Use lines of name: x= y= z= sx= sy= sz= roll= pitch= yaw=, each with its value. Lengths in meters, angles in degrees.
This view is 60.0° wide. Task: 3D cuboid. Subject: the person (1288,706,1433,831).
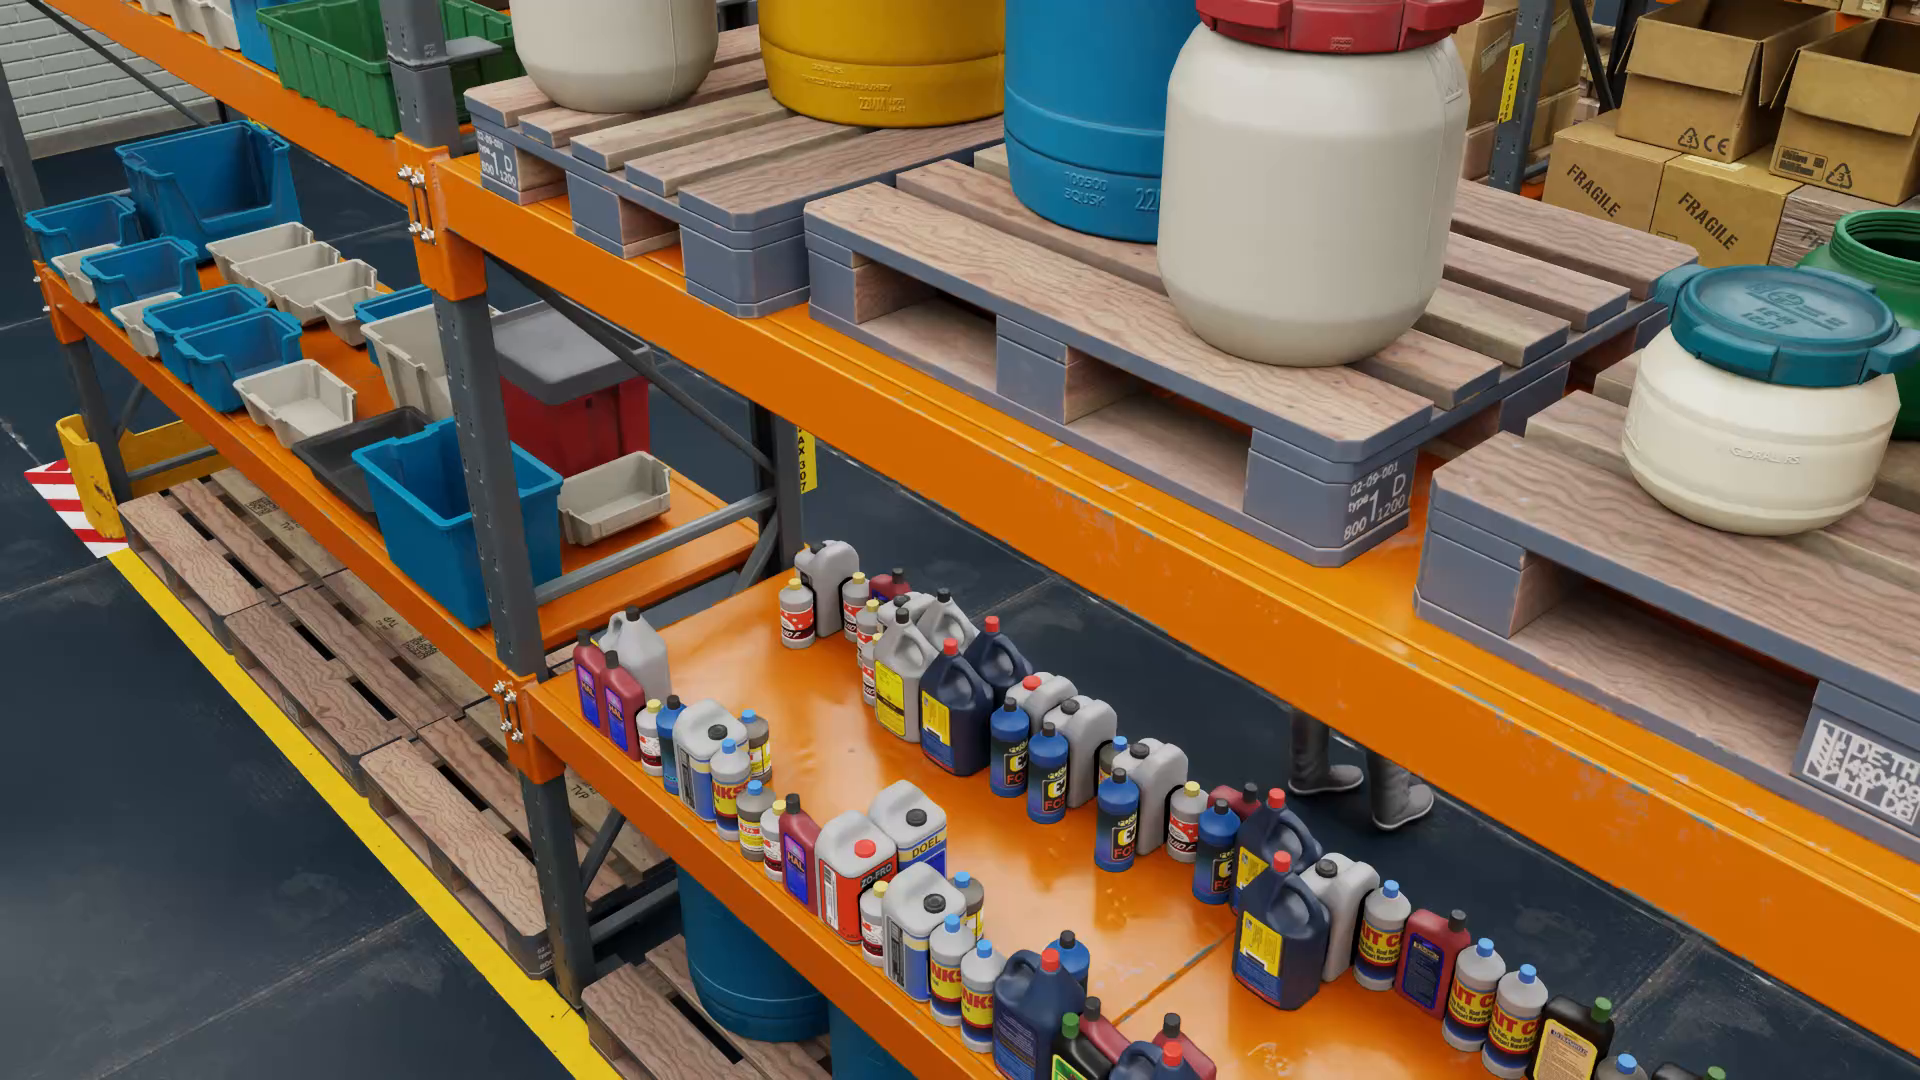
person: x=1.434 y=0.221 z=5.745 sx=0.446 sy=1.684 sz=0.550 roll=-19 pitch=37 yaw=-27
